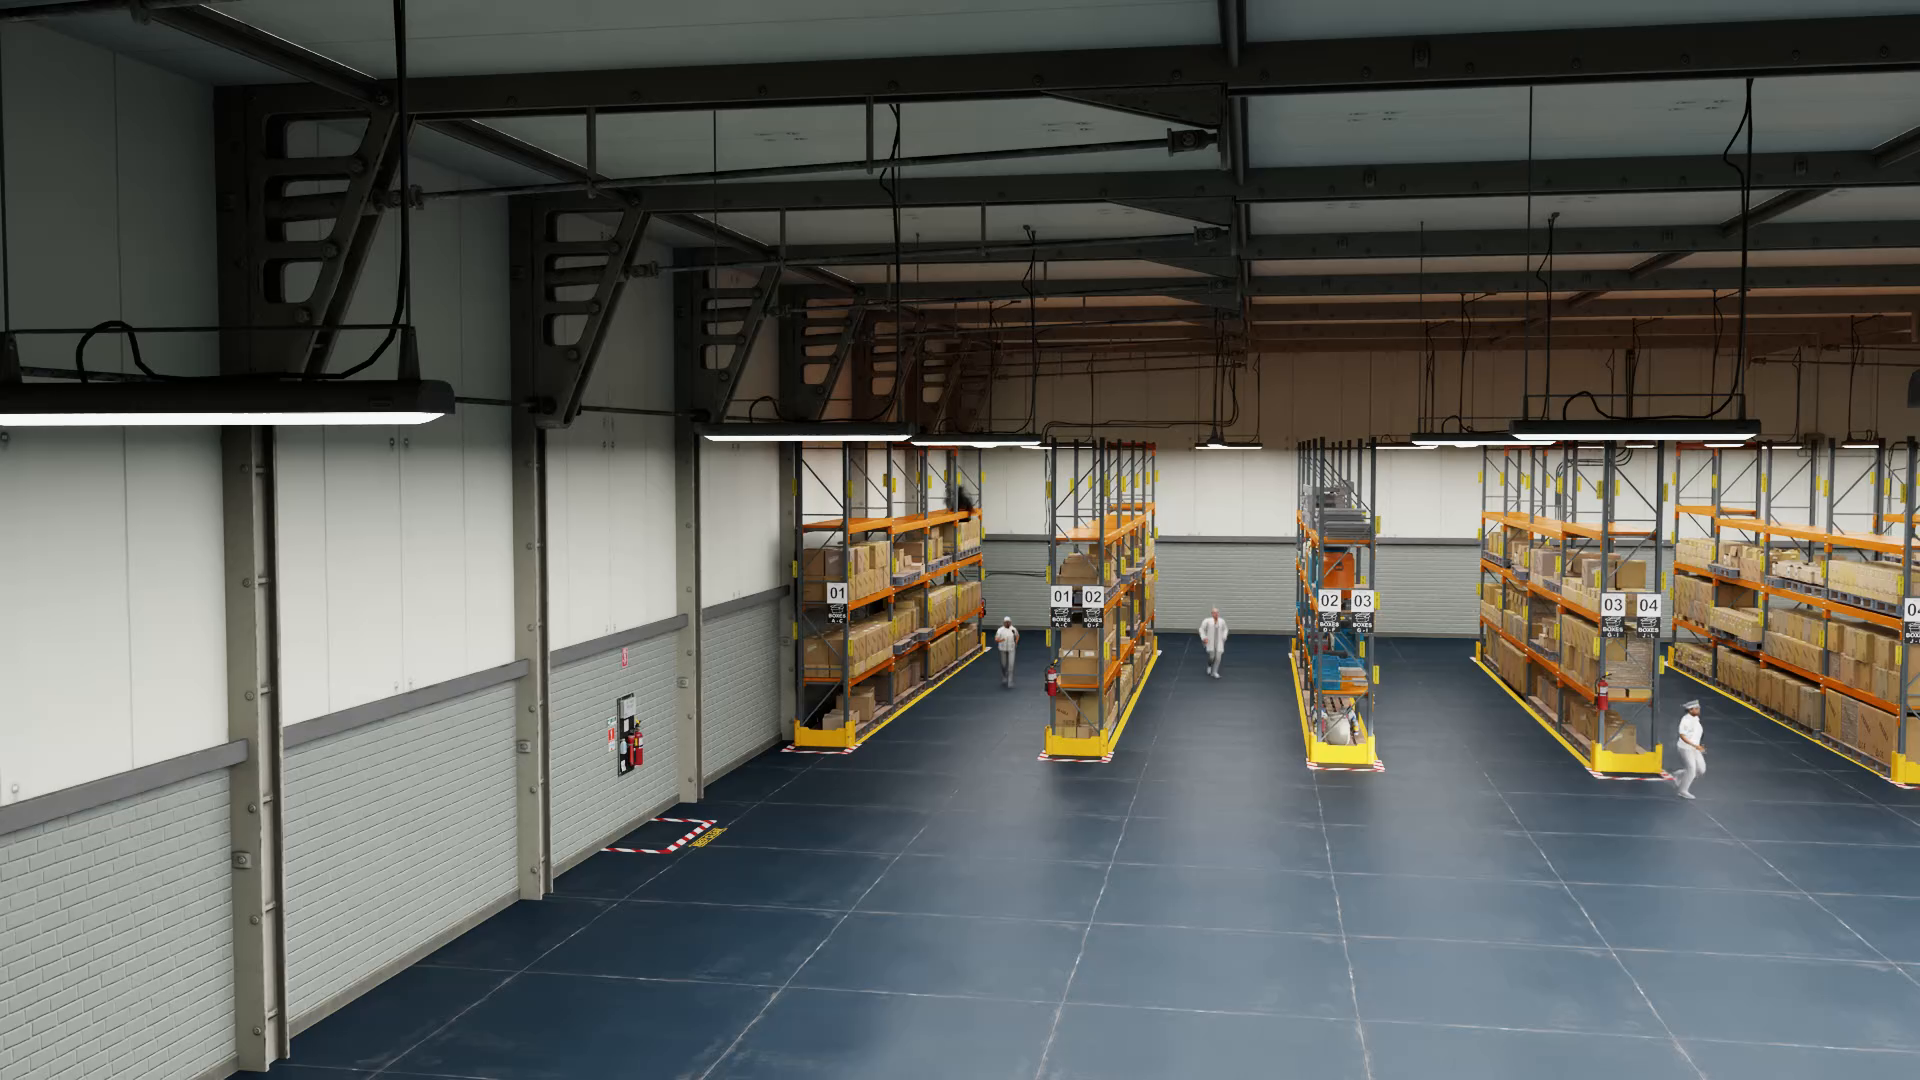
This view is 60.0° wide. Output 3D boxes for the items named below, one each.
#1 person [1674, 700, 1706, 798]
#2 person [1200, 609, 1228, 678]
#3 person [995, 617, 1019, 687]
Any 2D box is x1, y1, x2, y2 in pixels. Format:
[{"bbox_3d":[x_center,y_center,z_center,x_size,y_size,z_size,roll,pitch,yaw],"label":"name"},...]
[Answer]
[{"bbox_3d":[12.098,3.452,27.550,0.558,1.647,0.594,-3,4,-41],"label":"person"},{"bbox_3d":[6.479,2.715,42.358,0.729,1.550,0.611,0,3,-4],"label":"person"},{"bbox_3d":[1.152,2.714,40.619,0.602,1.654,0.913,0,3,1],"label":"person"}]
